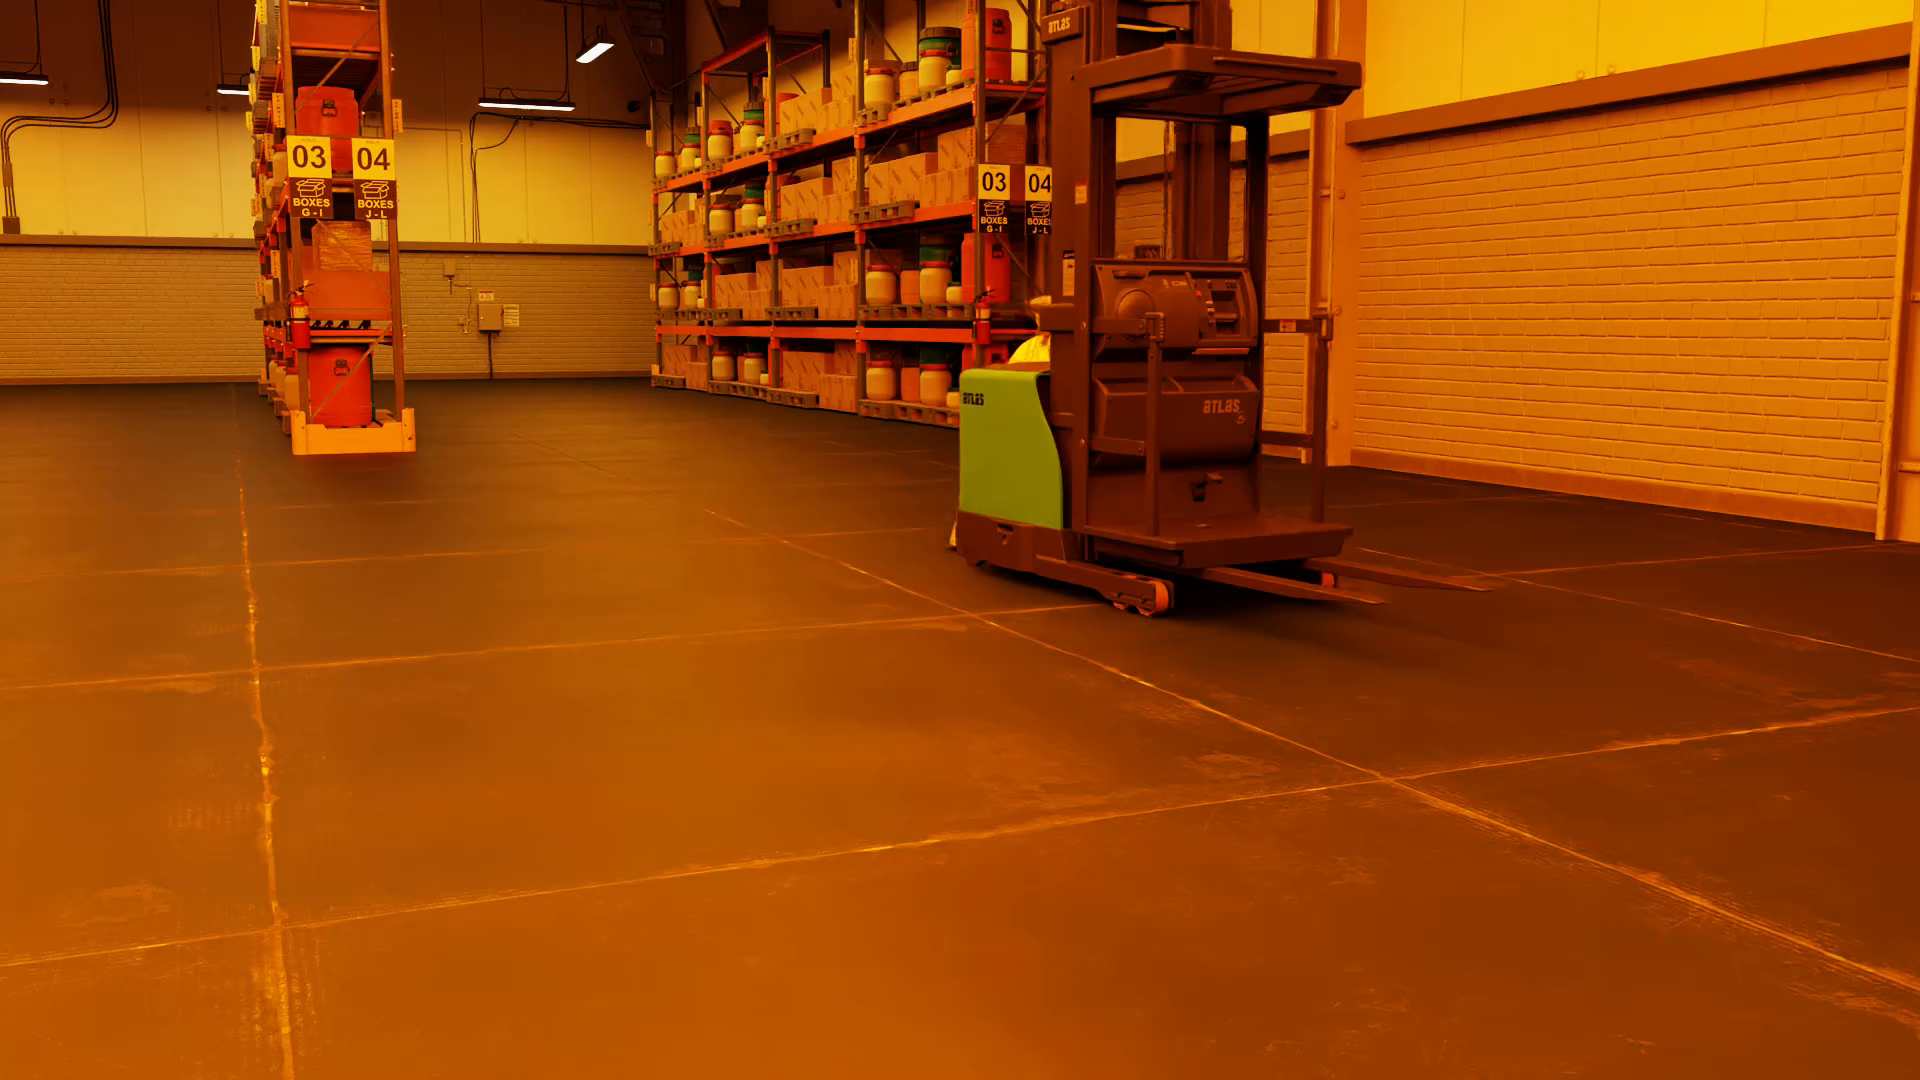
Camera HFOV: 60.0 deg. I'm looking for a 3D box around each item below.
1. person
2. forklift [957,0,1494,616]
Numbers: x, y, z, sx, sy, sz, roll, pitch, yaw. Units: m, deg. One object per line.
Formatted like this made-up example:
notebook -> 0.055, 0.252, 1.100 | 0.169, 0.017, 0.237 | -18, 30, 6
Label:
person -> 0.549, -0.692, 9.839 | 1.093, 1.499, 0.937 | 3, 8, 22
forklift -> 1.161, -1.175, 7.853 | 1.130, 2.935, 3.031 | -4, 9, -30
